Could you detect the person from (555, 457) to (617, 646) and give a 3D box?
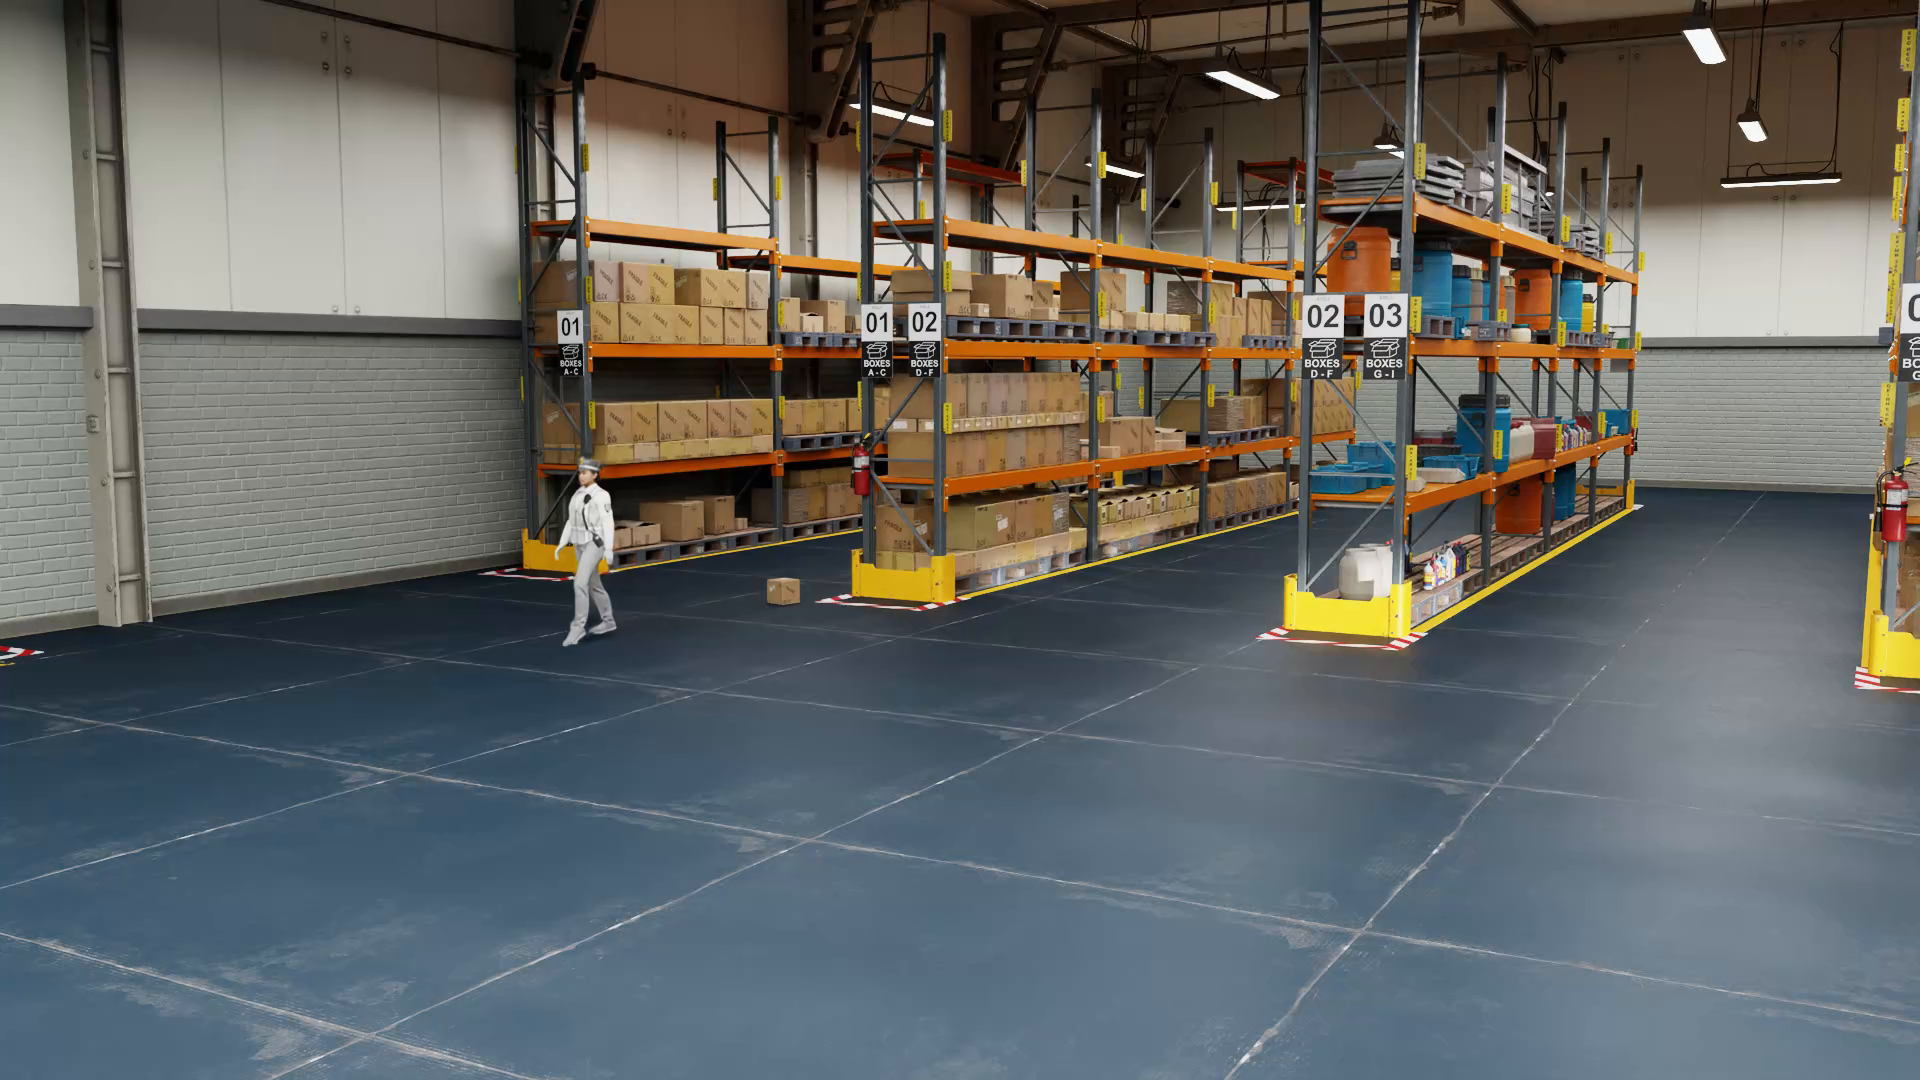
[{"bbox_3d":[-3.491,0.098,15.419,0.503,1.737,0.688,6,8,44],"label":"person"}]
